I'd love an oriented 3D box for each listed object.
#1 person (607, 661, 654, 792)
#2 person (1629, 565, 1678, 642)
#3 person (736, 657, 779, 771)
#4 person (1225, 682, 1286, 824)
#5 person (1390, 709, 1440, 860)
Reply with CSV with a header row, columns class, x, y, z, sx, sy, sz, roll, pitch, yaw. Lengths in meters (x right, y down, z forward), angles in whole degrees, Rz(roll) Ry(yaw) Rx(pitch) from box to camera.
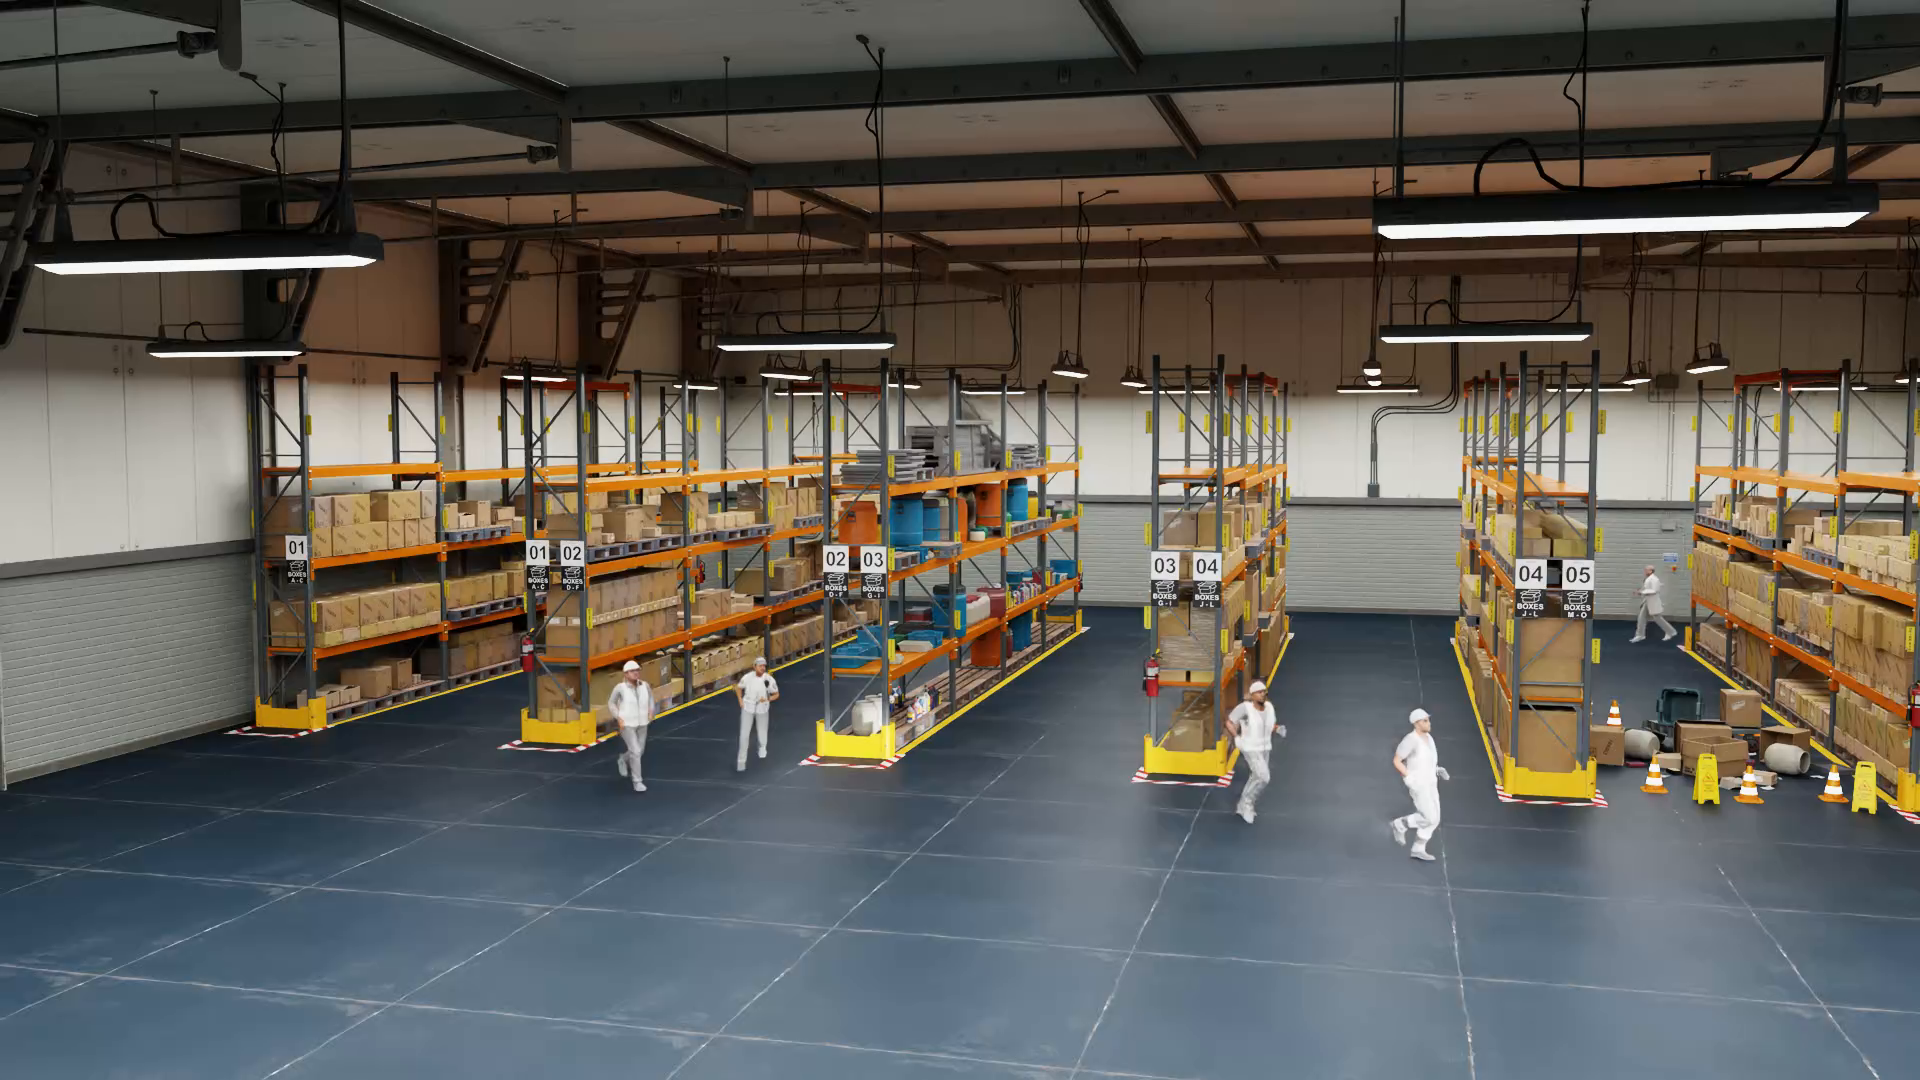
class,x,y,z,sx,sy,sz,roll,pitch,yaw
person,-4.519,2.530,22.913,0.661,1.766,0.854,-3,5,-39
person,15.985,1.476,38.273,1.034,1.801,0.649,0,4,4
person,-2.979,2.535,24.471,0.637,1.631,0.771,-1,4,-8
person,3.780,2.679,20.995,0.650,1.792,0.692,-3,5,-35
person,5.293,2.812,19.198,0.658,1.738,0.572,-4,5,-43
